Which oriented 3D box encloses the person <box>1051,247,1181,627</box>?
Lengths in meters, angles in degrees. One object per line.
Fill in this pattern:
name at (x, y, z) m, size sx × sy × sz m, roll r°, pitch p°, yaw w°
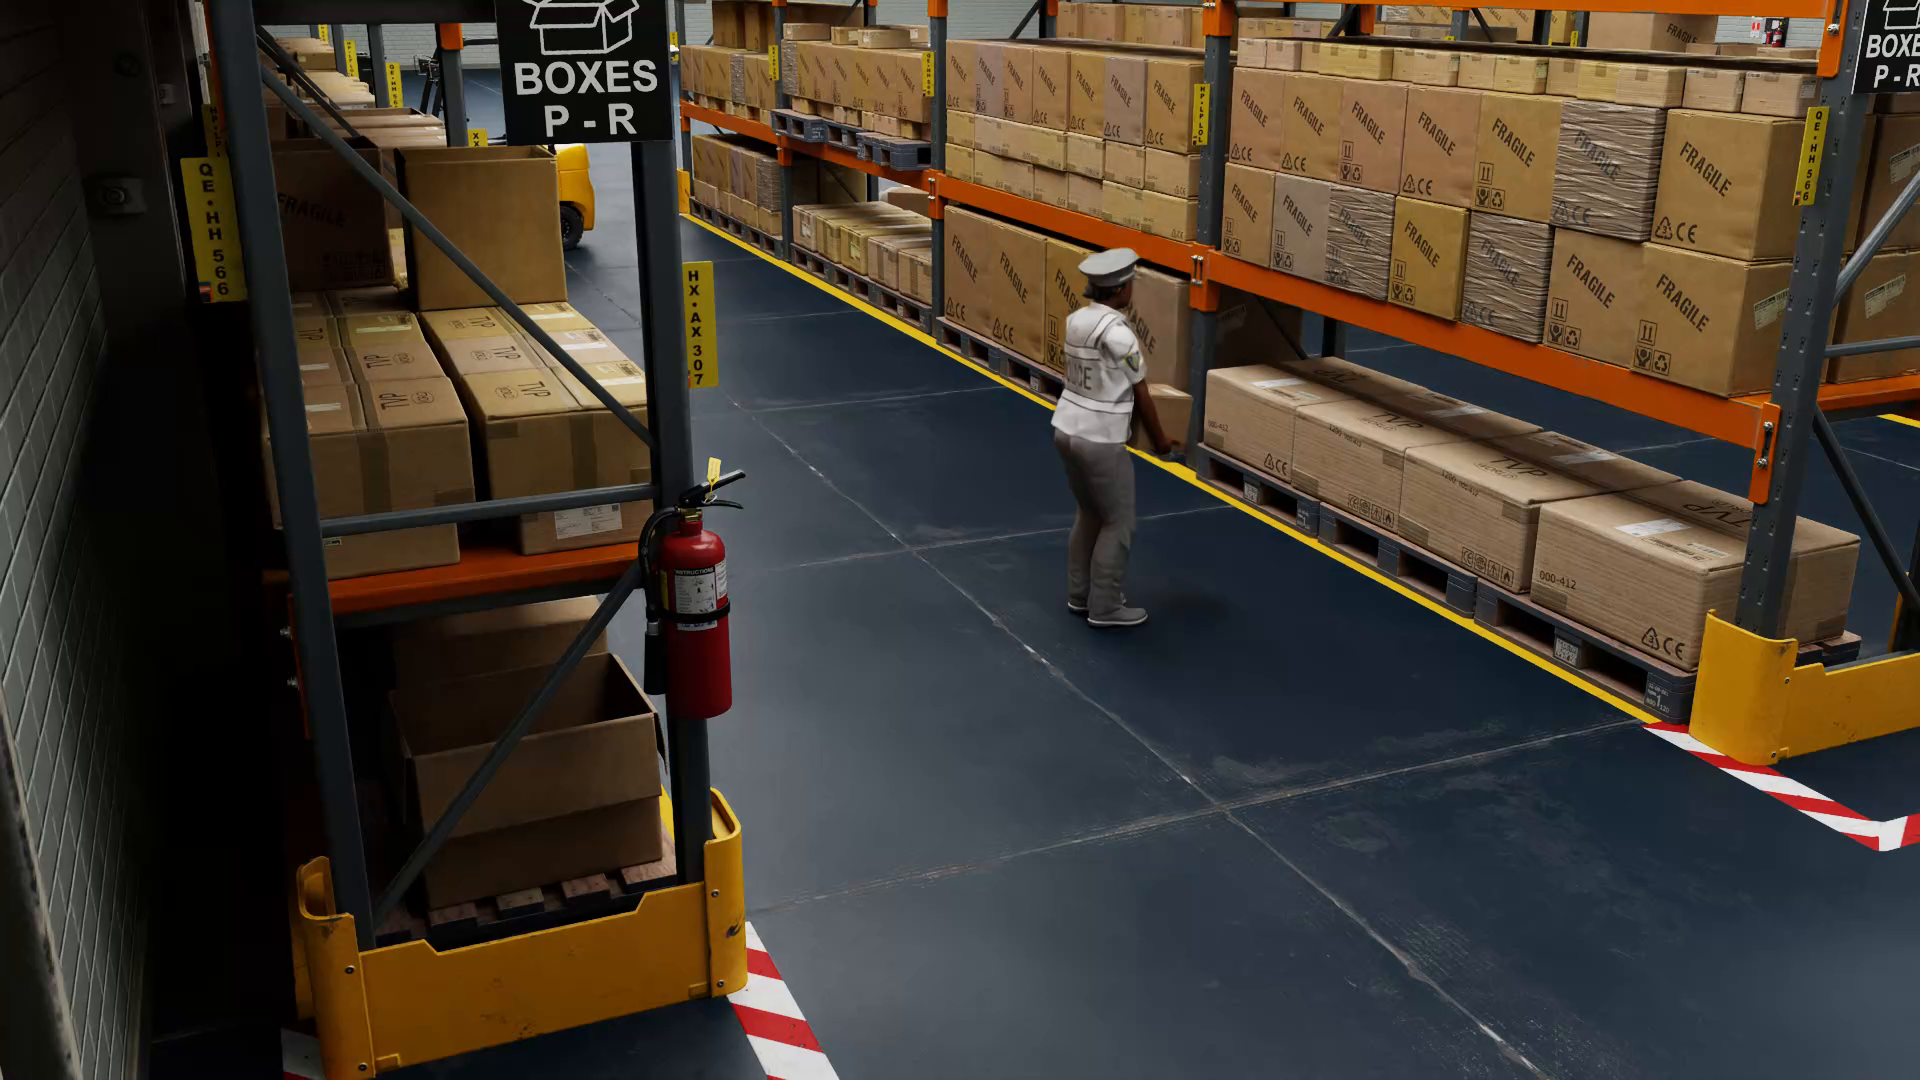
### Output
person at (0.673, -0.448, 7.358) m, size 0.533 × 1.678 × 0.416 m, roll -8°, pitch 21°, yaw -23°
